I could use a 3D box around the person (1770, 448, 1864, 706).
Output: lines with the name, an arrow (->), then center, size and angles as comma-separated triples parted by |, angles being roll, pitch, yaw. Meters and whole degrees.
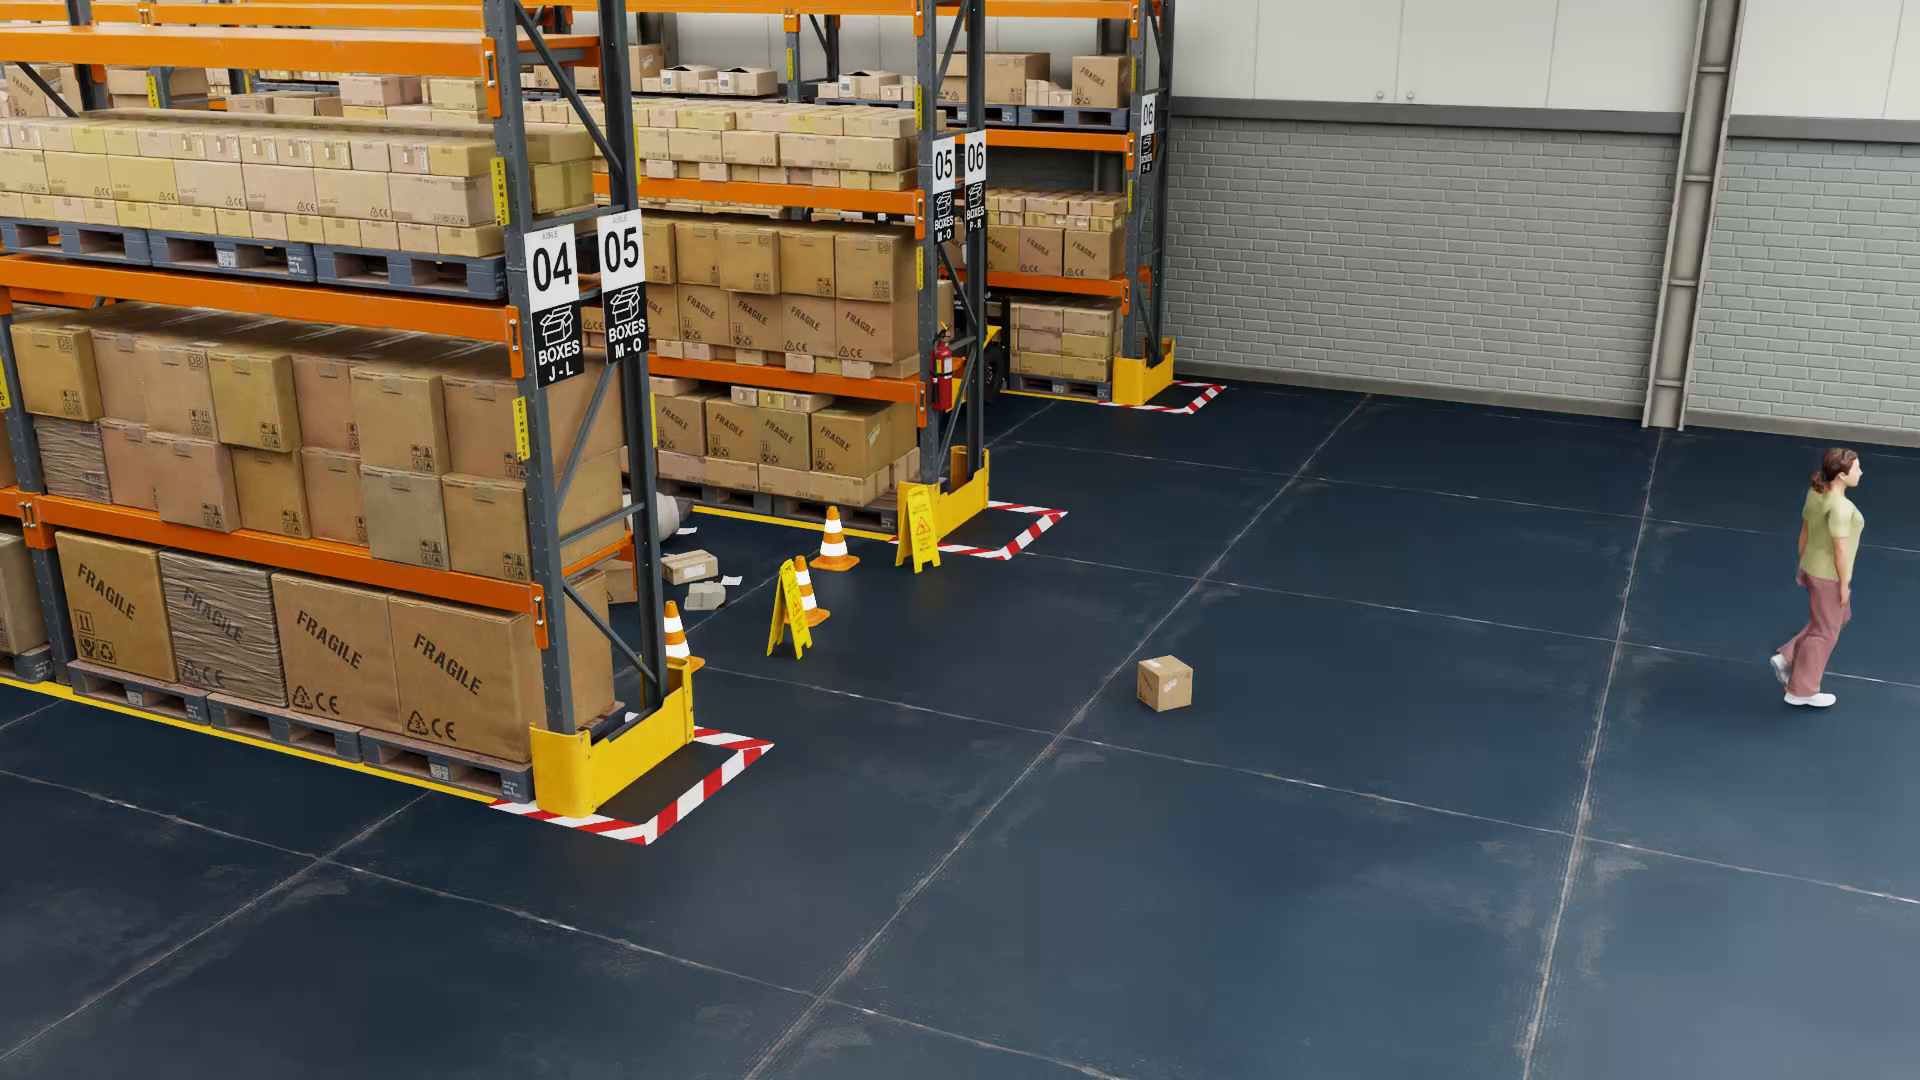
person -> 5.392, 0.233, 10.328 | 0.467, 1.666, 0.462 | 1, 19, 4
